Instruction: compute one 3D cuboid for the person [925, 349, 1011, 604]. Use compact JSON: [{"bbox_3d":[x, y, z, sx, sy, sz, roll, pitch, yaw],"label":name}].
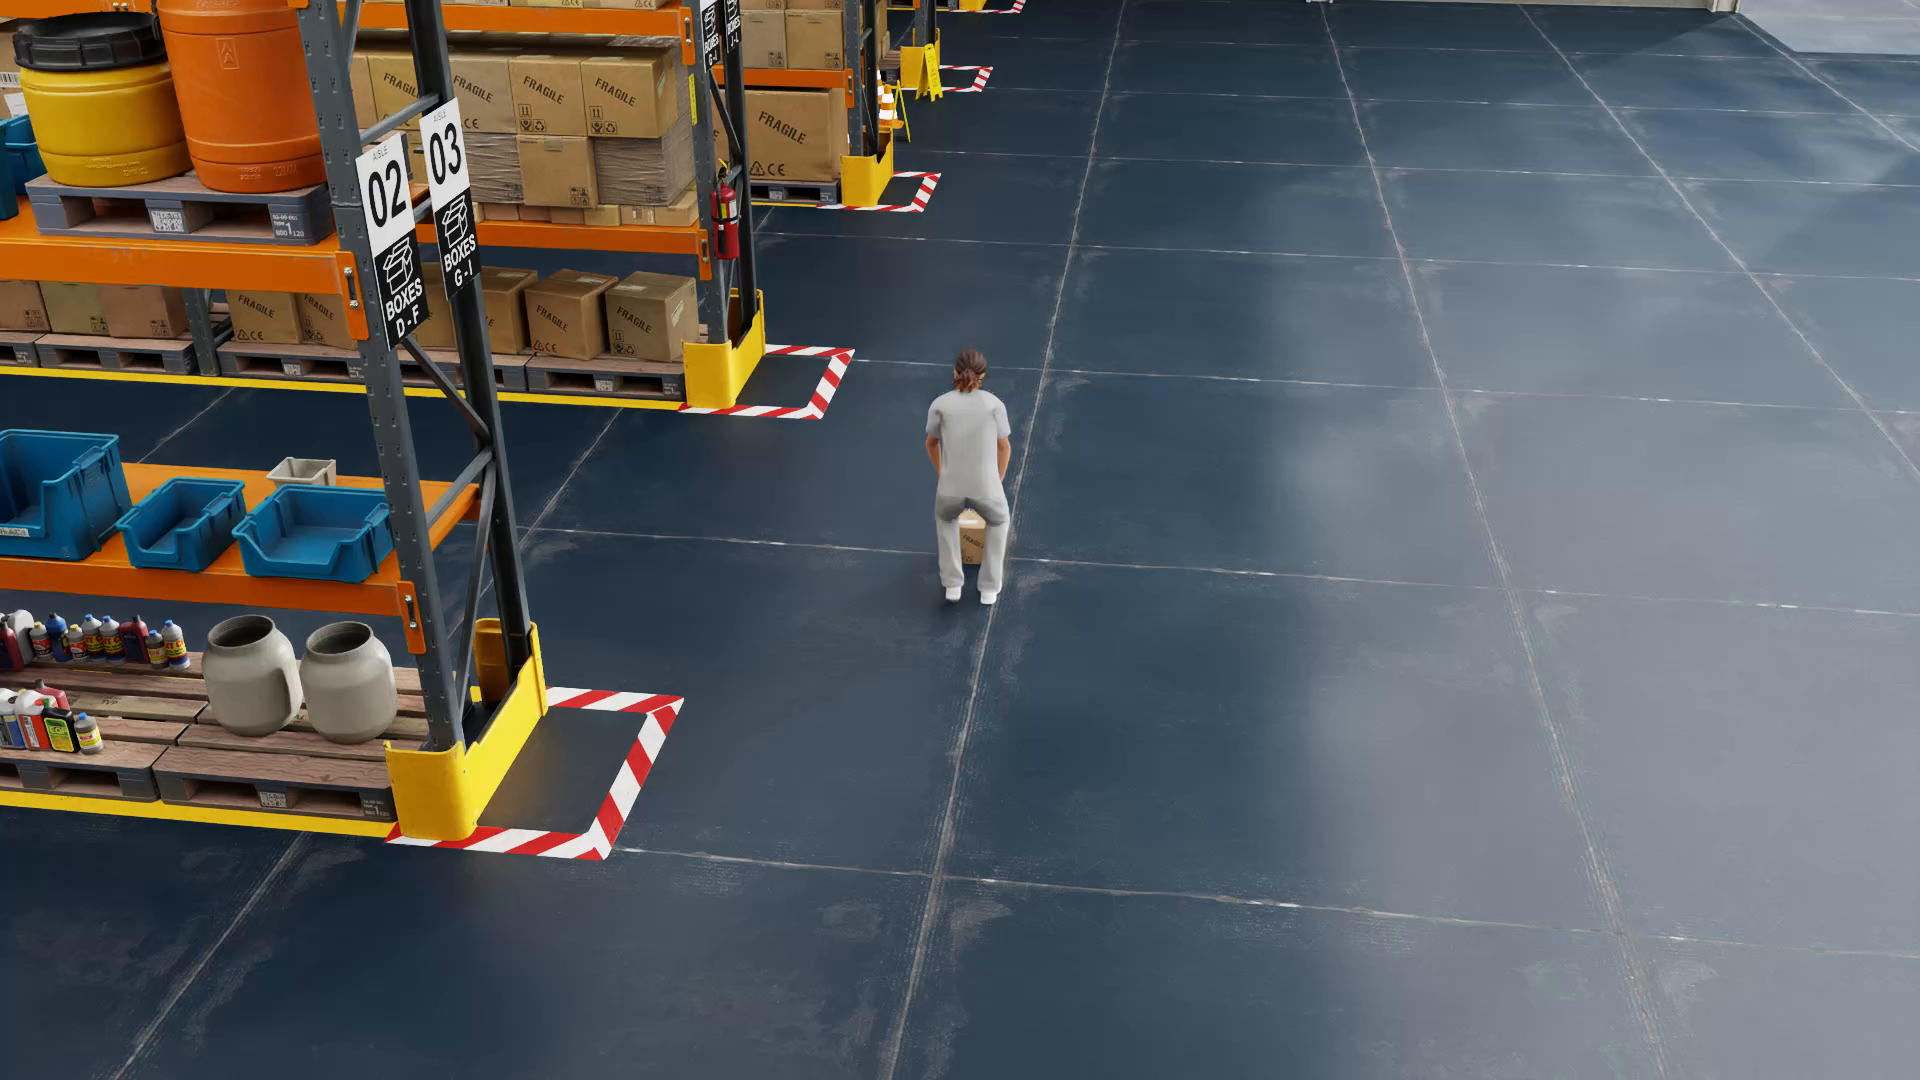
[{"bbox_3d":[0.038,-0.343,9.508,0.489,1.444,0.596,4,29,7],"label":"person"}]
